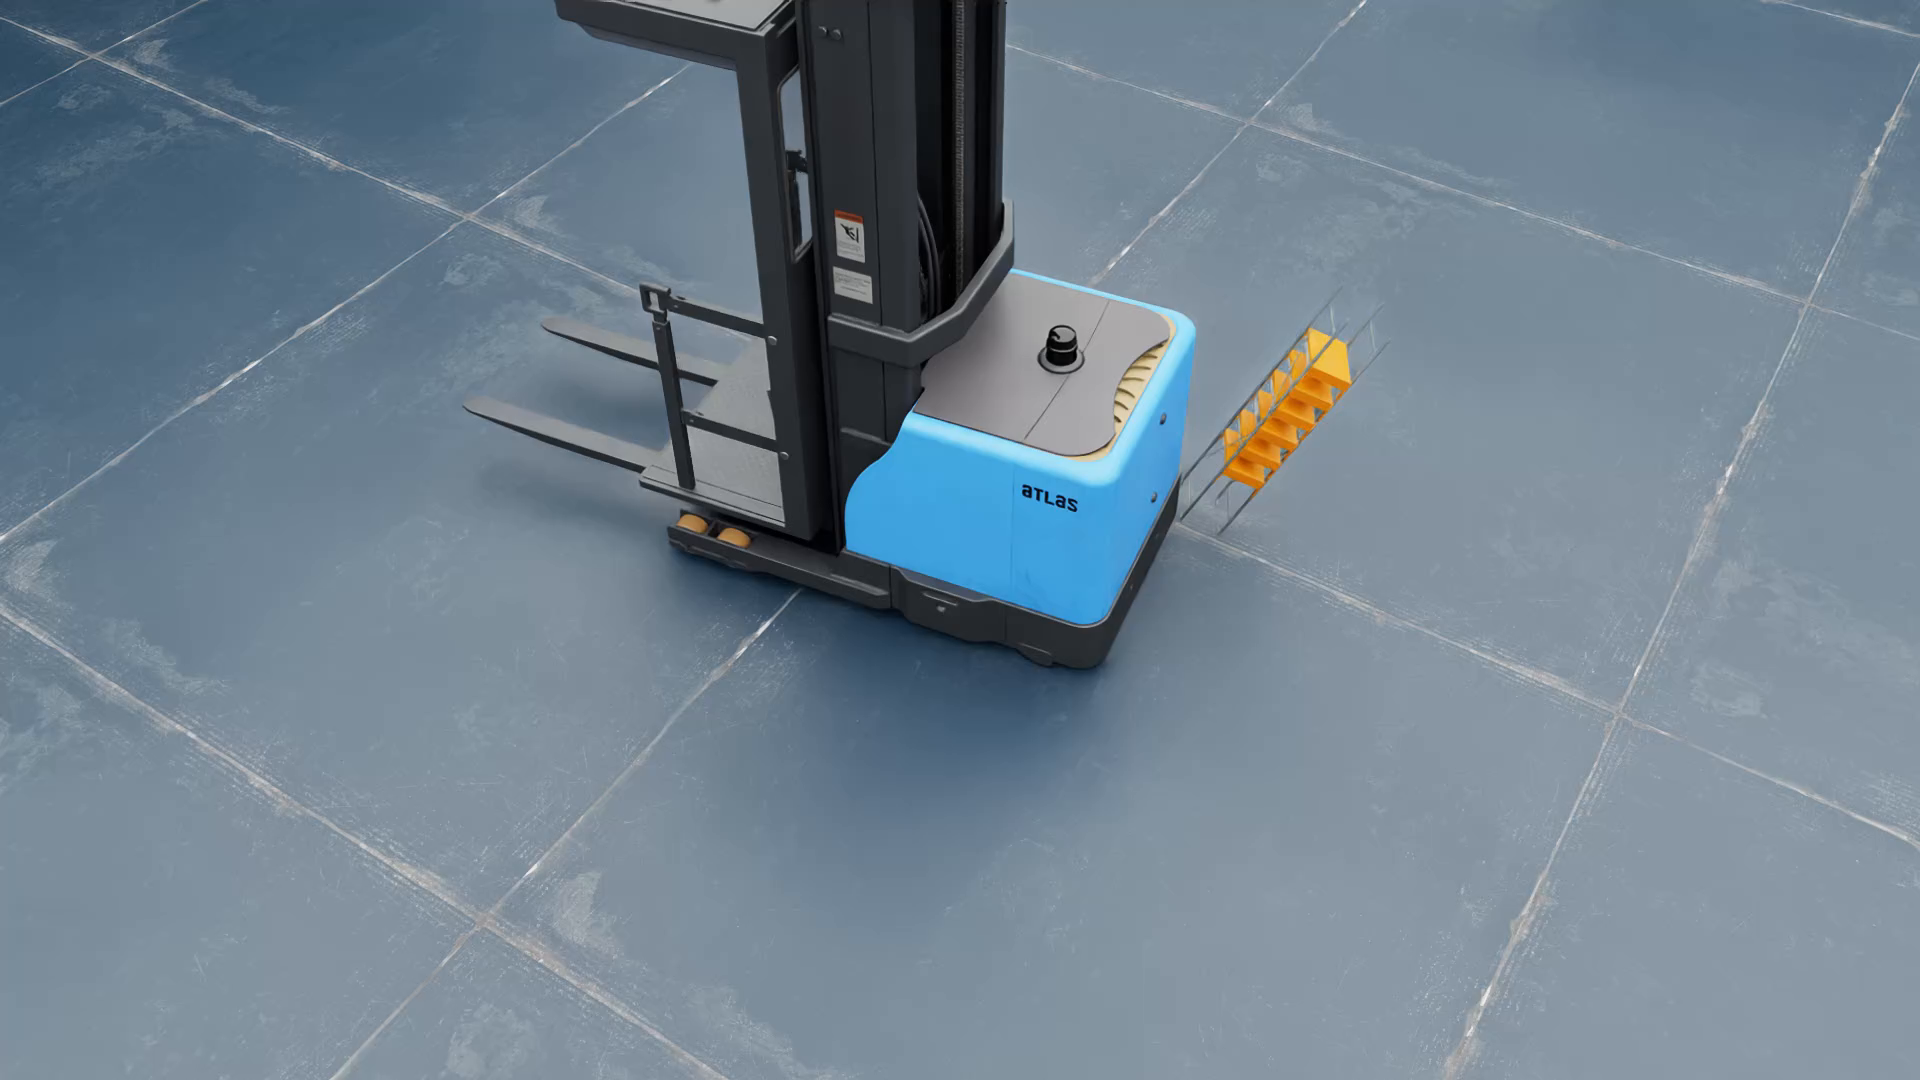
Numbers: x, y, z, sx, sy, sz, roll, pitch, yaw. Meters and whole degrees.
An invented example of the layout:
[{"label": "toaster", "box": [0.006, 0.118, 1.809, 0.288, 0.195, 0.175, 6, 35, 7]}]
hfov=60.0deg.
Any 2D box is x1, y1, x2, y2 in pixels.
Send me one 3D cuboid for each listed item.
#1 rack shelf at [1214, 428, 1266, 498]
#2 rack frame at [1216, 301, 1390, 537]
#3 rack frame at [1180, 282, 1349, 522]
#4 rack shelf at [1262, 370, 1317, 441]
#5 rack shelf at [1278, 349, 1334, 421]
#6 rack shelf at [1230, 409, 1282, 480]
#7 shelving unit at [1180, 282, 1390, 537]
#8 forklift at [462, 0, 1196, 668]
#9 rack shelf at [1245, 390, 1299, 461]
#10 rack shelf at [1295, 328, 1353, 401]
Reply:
[{"label": "rack shelf", "box": [1.145, -0.321, 6.827, 0.180, 0.103, 0.258, 21, 44, -15]}, {"label": "rack frame", "box": [1.349, -0.462, 6.660, 0.006, 1.200, 0.240, 21, 44, -15]}, {"label": "rack frame", "box": [1.184, -0.526, 6.613, 0.006, 1.200, 0.240, 21, 44, -15]}, {"label": "rack shelf", "box": [1.299, -0.539, 6.585, 0.180, 0.103, 0.258, 21, 44, -15]}, {"label": "rack shelf", "box": [1.350, -0.612, 6.505, 0.180, 0.103, 0.258, 21, 44, -15]}, {"label": "rack shelf", "box": [1.197, -0.394, 6.747, 0.180, 0.103, 0.258, 21, 44, -15]}, {"label": "shelving unit", "box": [1.267, -0.494, 6.636, 0.189, 1.200, 0.258, 21, 44, -15]}, {"label": "forklift", "box": [-0.652, -1.235, 6.128, 3.031, 2.935, 1.130, 18, 48, 16]}, {"label": "rack shelf", "box": [1.248, -0.467, 6.666, 0.180, 0.103, 0.258, 21, 44, -15]}, {"label": "rack shelf", "box": [1.402, -0.685, 6.424, 0.180, 0.103, 0.258, 21, 44, -15]}]
